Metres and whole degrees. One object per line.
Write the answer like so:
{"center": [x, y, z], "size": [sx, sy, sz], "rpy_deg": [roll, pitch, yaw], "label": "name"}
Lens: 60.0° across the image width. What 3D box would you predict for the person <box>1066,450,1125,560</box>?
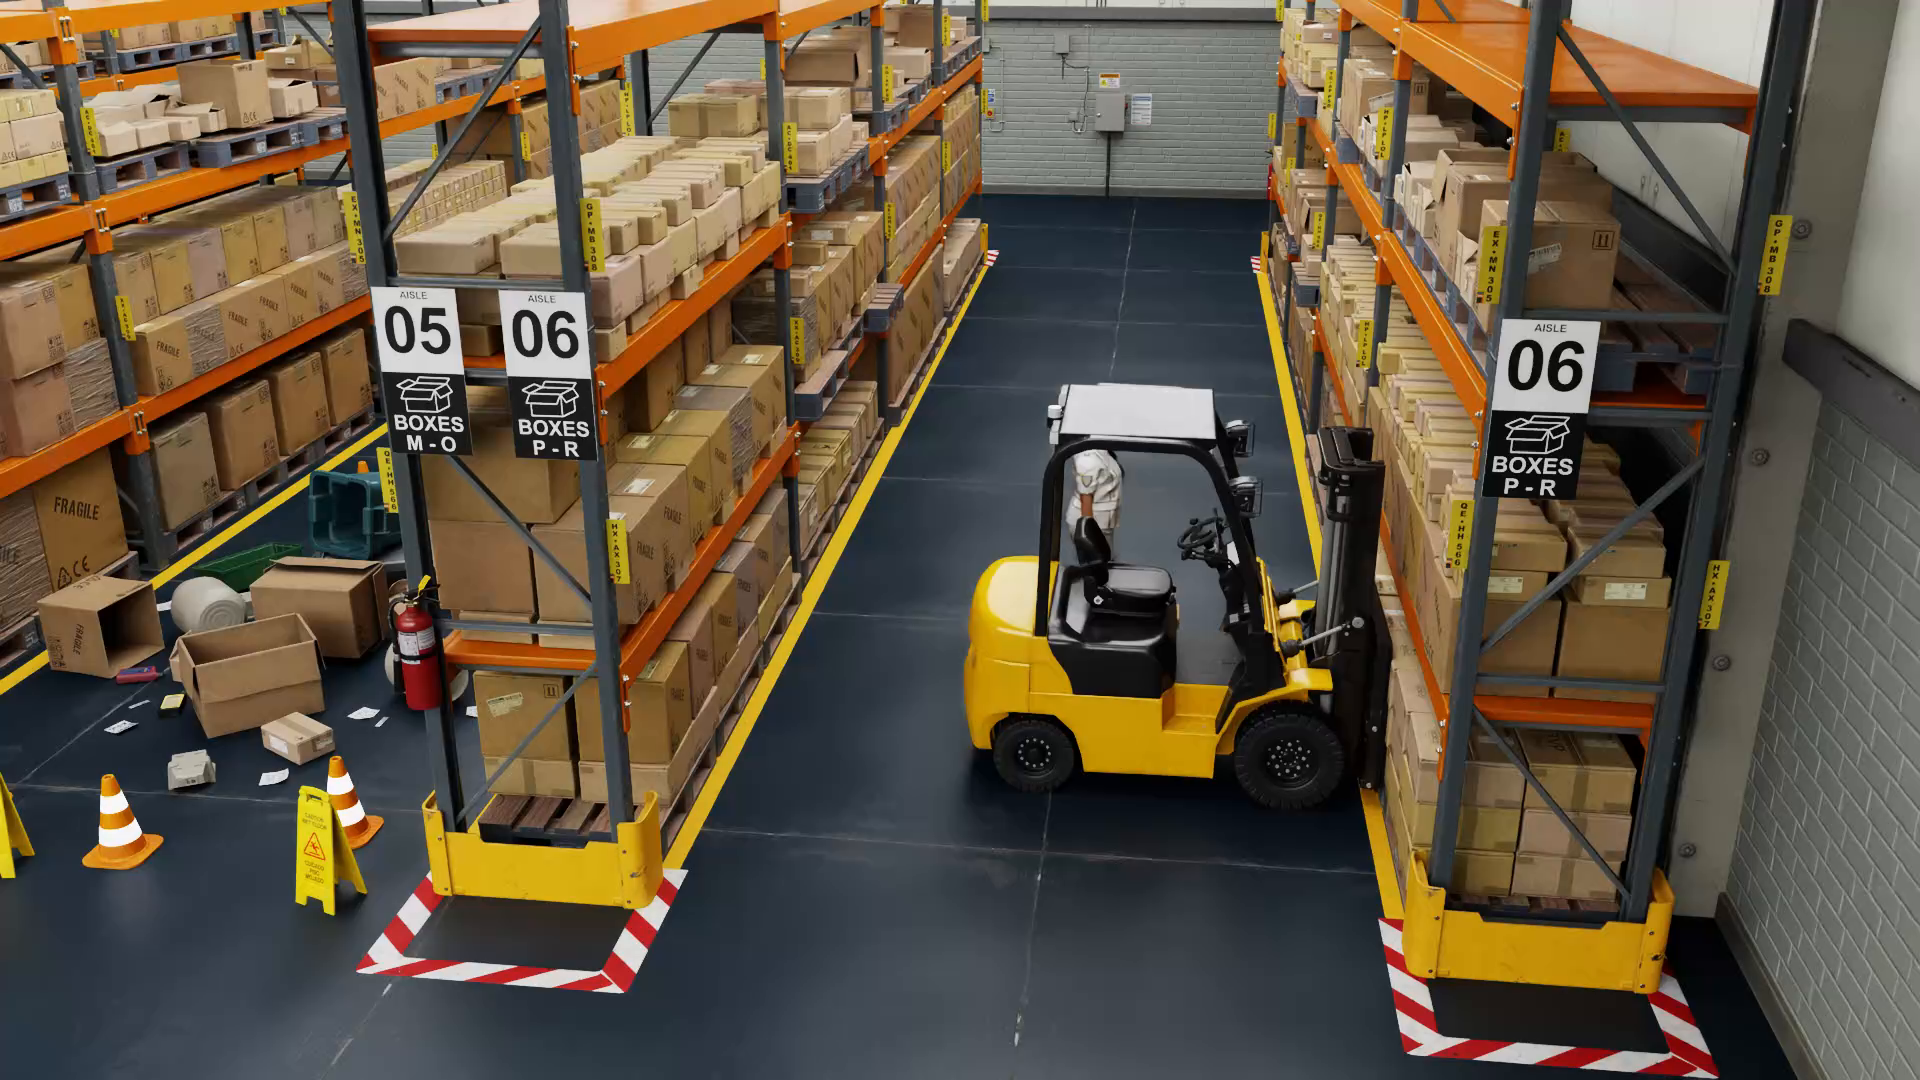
{"center": [0.921, -0.068, 11.288], "size": [0.405, 1.698, 0.501], "rpy_deg": [2, 21, 6], "label": "person"}
